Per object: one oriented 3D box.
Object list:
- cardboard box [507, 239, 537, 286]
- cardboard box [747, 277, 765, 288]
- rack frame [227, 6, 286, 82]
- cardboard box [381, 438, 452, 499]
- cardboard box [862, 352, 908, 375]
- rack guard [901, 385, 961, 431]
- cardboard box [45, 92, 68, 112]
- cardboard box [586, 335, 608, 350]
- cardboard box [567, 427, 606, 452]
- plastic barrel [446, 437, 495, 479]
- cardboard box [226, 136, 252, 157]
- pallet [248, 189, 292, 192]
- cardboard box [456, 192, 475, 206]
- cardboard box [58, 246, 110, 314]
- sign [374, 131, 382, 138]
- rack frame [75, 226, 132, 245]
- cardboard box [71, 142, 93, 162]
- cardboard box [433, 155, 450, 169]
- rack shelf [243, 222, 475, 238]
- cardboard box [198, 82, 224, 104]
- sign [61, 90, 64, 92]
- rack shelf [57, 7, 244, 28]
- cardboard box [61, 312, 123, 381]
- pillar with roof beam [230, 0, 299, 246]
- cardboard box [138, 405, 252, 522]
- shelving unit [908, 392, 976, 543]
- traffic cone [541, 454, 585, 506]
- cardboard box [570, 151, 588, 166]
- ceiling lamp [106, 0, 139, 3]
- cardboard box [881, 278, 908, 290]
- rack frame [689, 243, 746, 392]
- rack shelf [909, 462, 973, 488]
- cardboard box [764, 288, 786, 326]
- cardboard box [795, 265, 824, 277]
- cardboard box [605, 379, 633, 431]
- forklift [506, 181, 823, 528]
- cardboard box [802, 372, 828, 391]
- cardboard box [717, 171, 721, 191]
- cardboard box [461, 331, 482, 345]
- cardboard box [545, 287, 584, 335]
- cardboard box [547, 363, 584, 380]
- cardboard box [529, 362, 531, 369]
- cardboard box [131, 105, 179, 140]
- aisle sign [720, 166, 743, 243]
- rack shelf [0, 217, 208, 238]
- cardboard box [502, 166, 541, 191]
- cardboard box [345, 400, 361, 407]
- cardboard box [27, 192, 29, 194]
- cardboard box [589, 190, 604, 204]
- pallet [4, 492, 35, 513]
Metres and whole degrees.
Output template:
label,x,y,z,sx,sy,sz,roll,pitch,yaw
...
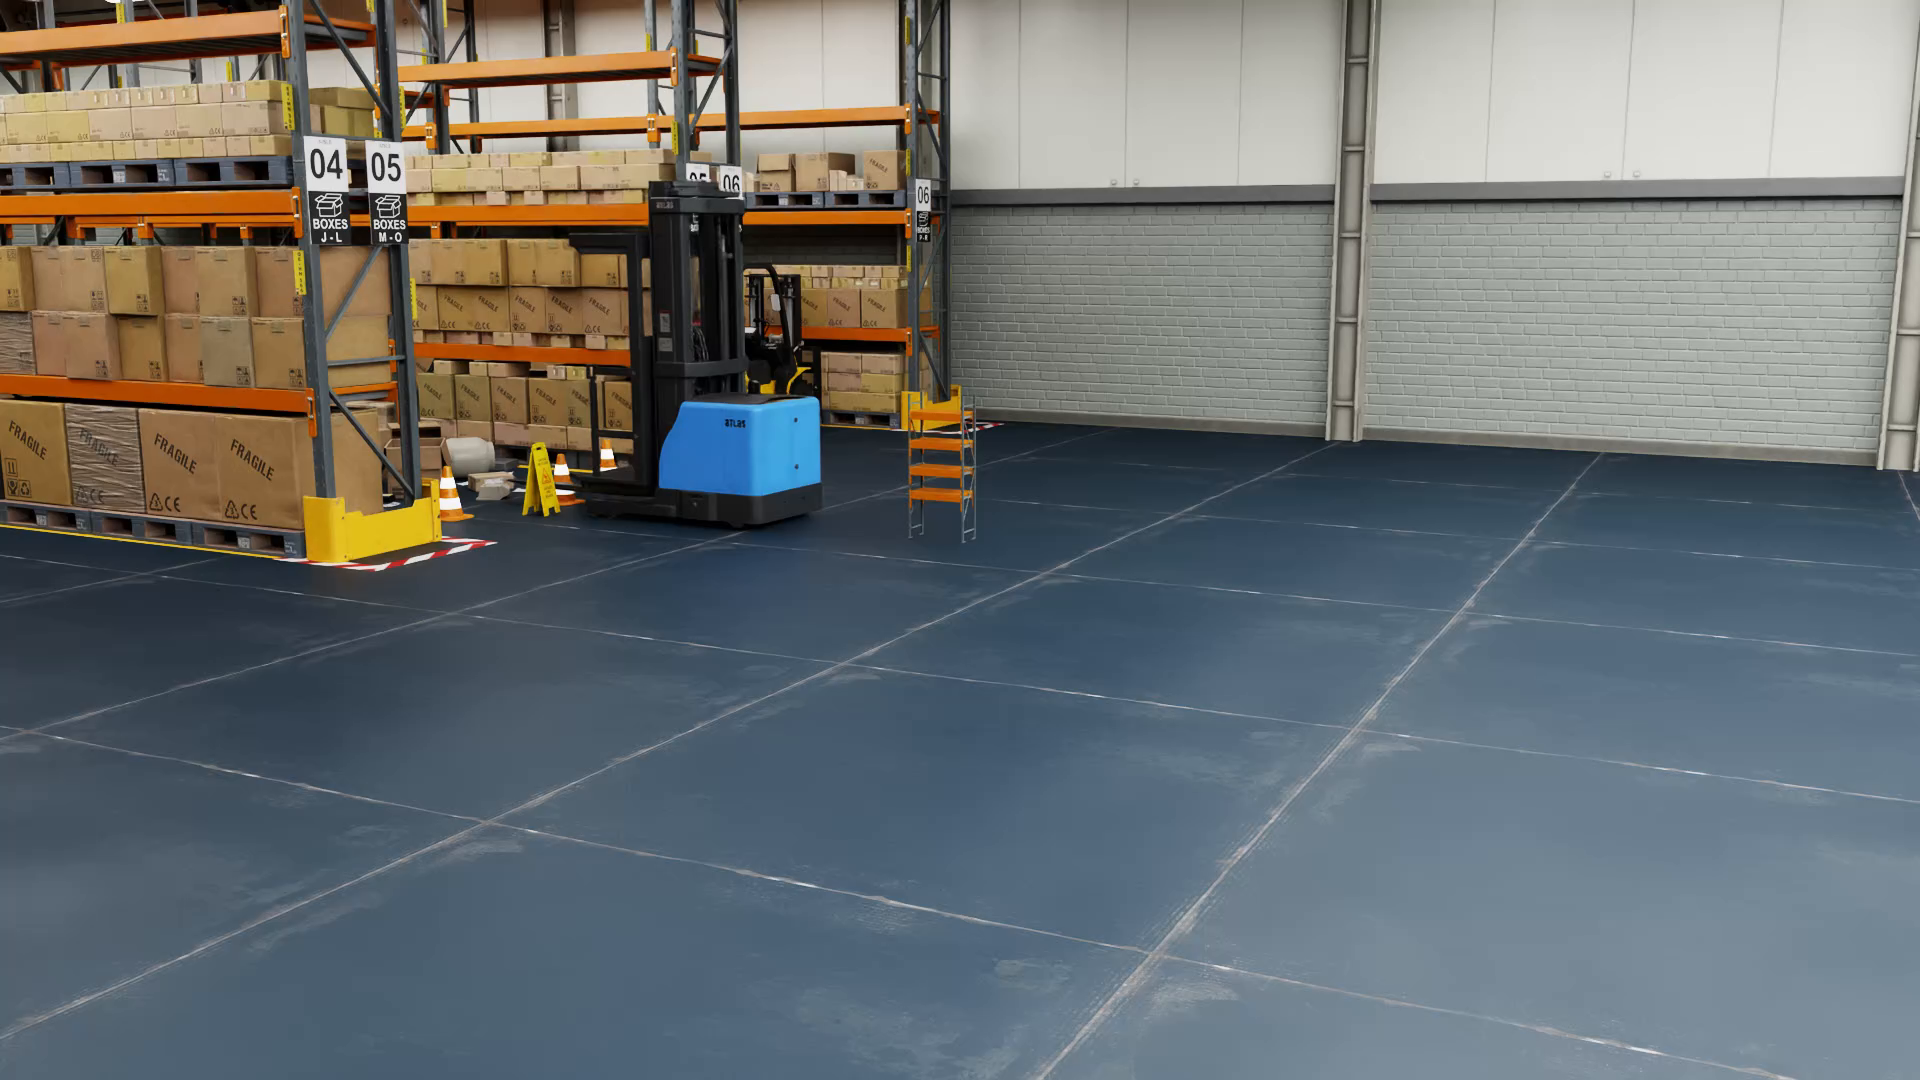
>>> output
label,x,y,z,sx,sy,sz,roll,pitch,yaw
cardboard box,-4.486,-3.020,18.071,0.500,0.500,0.700,5,11,25
cardboard box,-2.681,-3.505,22.571,0.250,0.149,0.380,5,11,24
rack frame,-11.160,-6.891,26.540,0.127,3.000,1.000,5,11,26
cardboard box,-5.287,-0.706,16.220,0.637,0.503,0.797,-2,11,-14
cardboard box,-0.950,-2.326,21.893,0.500,0.250,0.500,5,12,28
rack guard,-0.377,-1.762,22.061,0.348,0.500,1.175,5,11,26
cardboard box,-7.187,-3.555,13.534,0.250,0.149,0.380,5,11,26
cardboard box,-3.763,-2.114,17.692,0.250,0.149,0.380,5,12,27
cardboard box,-3.897,-1.117,18.022,0.500,0.250,0.500,5,11,26
plastic barrel,-5.114,-0.854,17.260,0.512,0.421,0.421,-4,11,-23
cardboard box,-5.365,-3.003,12.720,0.250,0.149,0.380,5,11,26
pallet,-7.617,-4.046,19.770,1.003,0.211,1.213,5,11,26
cardboard box,-5.320,-3.747,18.294,0.250,0.149,0.380,5,12,28
cardboard box,-6.995,-2.199,14.003,0.550,0.550,0.875,5,11,26
sign,-6.421,-4.351,18.369,0.005,0.325,0.100,5,11,26
rack frame,-14.747,-4.255,28.816,0.127,3.000,1.000,5,11,26
cardboard box,-6.959,-3.143,13.495,0.250,0.149,0.380,5,11,26
cardboard box,-5.562,-4.146,18.258,0.250,0.149,0.380,5,11,24
rack shelf,-9.367,-4.904,26.000,4.000,0.370,1.077,5,11,26
cardboard box,-5.597,-3.415,12.762,0.250,0.149,0.380,5,12,27
sign,-14.987,-7.619,27.712,0.005,0.325,0.100,5,11,26
rack shelf,-12.954,-8.330,27.179,4.000,0.370,1.077,5,11,26
cardboard box,-7.007,-1.663,14.075,0.550,0.550,0.875,5,11,26
pillar with roof beam,-13.291,-6.403,23.839,0.548,9.000,9.100,5,11,26
cardboard box,-6.119,-0.675,13.825,0.875,0.875,0.875,5,11,25
shelving unit,-0.148,-0.603,13.695,0.503,1.200,0.258,5,11,26
traffic cone,-3.734,-0.576,15.615,0.334,0.463,0.336,5,11,26
cardboard box,-3.898,-4.017,17.548,0.250,0.149,0.380,5,11,26
ceiling lamp,-11.381,-9.347,23.716,2.000,3.185,0.800,5,11,26
cardboard box,-0.834,-3.345,21.686,0.250,0.149,0.380,5,11,27
rack frame,-2.592,-2.201,17.467,0.127,3.000,1.000,5,11,26
rack shelf,-0.148,-0.537,13.707,0.480,0.148,0.258,5,11,26
cardboard box,-2.333,-3.160,22.489,0.500,0.500,0.500,5,11,26
cardboard box,-2.002,-3.588,22.193,0.250,0.149,0.380,5,12,27
cardboard box,-3.426,-1.445,17.727,0.500,0.500,0.500,5,11,26
forklift,-2.771,-1.708,14.937,3.031,2.935,1.130,6,12,28
cardboard box,-1.891,-2.160,22.382,0.500,0.250,0.500,5,11,25
cardboard box,-3.348,-4.893,22.708,0.500,0.311,0.500,5,12,27
cardboard box,-5.331,-2.264,18.520,0.250,0.149,0.380,5,12,28
cardboard box,-4.094,-2.475,17.868,0.500,0.500,0.500,5,11,26
cardboard box,-4.244,-1.824,17.998,0.250,0.149,0.380,6,12,28
cardboard box,-6.430,-2.561,24.945,0.625,0.625,0.875,5,12,28
cardboard box,-6.152,-3.280,13.133,0.500,0.250,0.500,5,11,25
aisle sign,-2.399,-3.525,17.483,0.004,0.787,0.394,5,11,26
rack shelf,-11.560,-4.111,21.618,4.000,0.370,1.077,5,11,26
cardboard box,-4.542,-3.866,17.832,0.500,0.250,0.500,5,11,26
cardboard box,-7.297,-1.527,19.942,0.625,0.372,0.950,6,12,29
cardboard box,-11.869,-4.563,21.295,0.258,0.266,0.396,6,12,31
cardboard box,-3.694,-3.608,17.525,0.250,0.149,0.380,5,11,26
pallet,-9.004,-0.394,15.315,1.213,0.211,1.003,5,11,26
